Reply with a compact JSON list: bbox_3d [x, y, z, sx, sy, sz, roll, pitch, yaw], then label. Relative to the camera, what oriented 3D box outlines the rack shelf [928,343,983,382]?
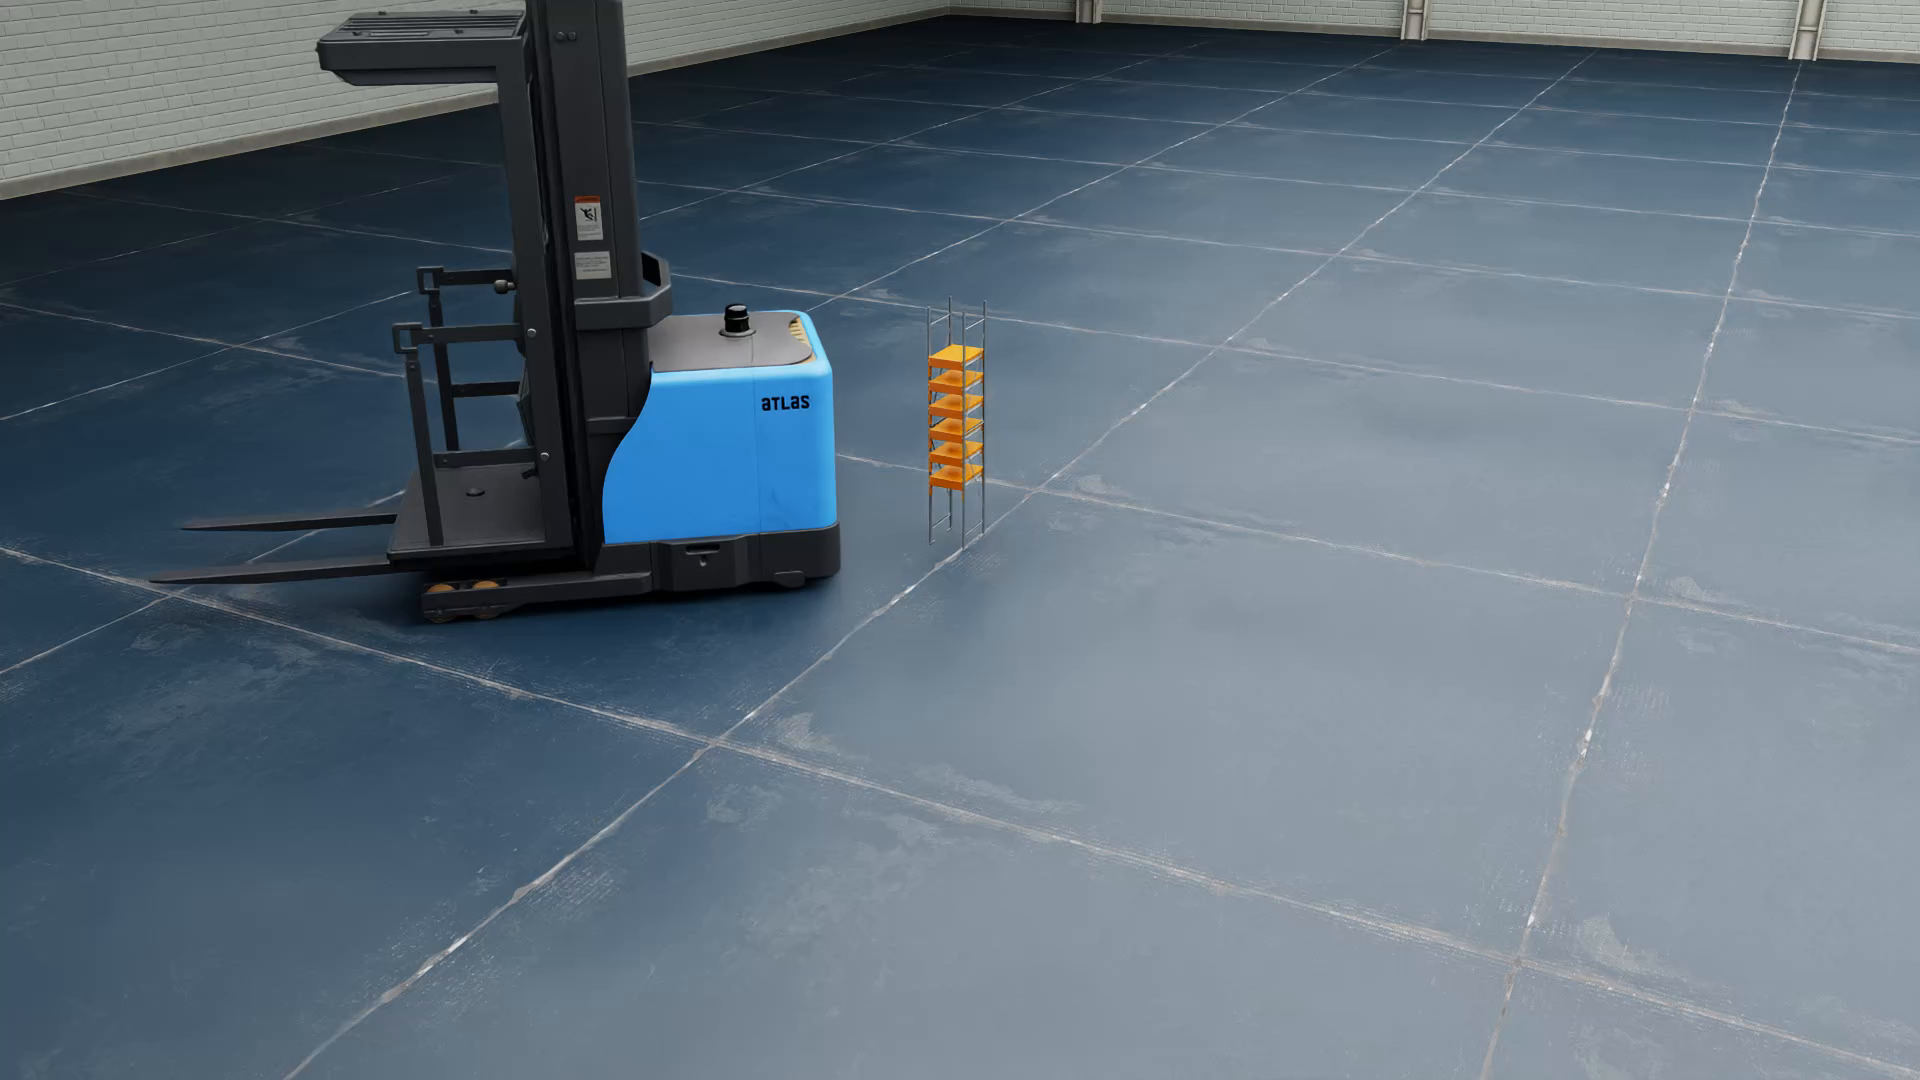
[{"bbox_3d":[-0.013,-0.845,7.898,0.180,0.103,0.258,11,25,25],"label":"rack shelf"}]

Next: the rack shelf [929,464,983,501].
[{"bbox_3d":[-0.013,-0.293,8.133,0.180,0.103,0.258,11,25,25],"label":"rack shelf"}]

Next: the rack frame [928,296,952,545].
[{"bbox_3d":[-0.095,-0.571,8.059,0.006,1.200,0.240,11,25,25],"label":"rack frame"}]

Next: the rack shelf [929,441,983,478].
[{"bbox_3d":[-0.013,-0.403,8.086,0.180,0.103,0.258,11,25,25],"label":"rack shelf"}]

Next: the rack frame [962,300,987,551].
[{"bbox_3d":[0.069,-0.539,7.983,0.006,1.200,0.240,11,25,25],"label":"rack frame"}]

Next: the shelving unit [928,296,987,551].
[{"bbox_3d":[-0.013,-0.555,8.021,0.189,1.200,0.258,11,25,25],"label":"shelving unit"}]

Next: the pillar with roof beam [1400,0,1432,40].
[{"bbox_3d":[5.797,-11.179,23.039,0.400,9.000,9.100,11,25,25],"label":"pillar with roof beam"}]

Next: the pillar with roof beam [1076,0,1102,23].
[{"bbox_3d":[0.442,-12.239,25.530,0.400,9.000,9.100,11,25,25],"label":"pillar with roof beam"}]

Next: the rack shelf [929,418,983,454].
[{"bbox_3d":[-0.013,-0.514,8.039,0.180,0.103,0.258,11,25,25],"label":"rack shelf"}]

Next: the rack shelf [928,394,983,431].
[{"bbox_3d":[-0.013,-0.624,7.992,0.180,0.103,0.258,11,25,25],"label":"rack shelf"}]

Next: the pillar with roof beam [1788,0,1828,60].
[{"bbox_3d":[11.151,-10.120,20.547,0.400,9.000,9.100,11,25,25],"label":"pillar with roof beam"}]

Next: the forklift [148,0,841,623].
[{"bbox_3d":[-2.125,-1.207,7.342,3.031,2.935,1.130,-4,23,-10],"label":"forklift"}]

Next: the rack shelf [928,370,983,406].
[{"bbox_3d":[-0.013,-0.735,7.945,0.180,0.103,0.258,11,25,25],"label":"rack shelf"}]
